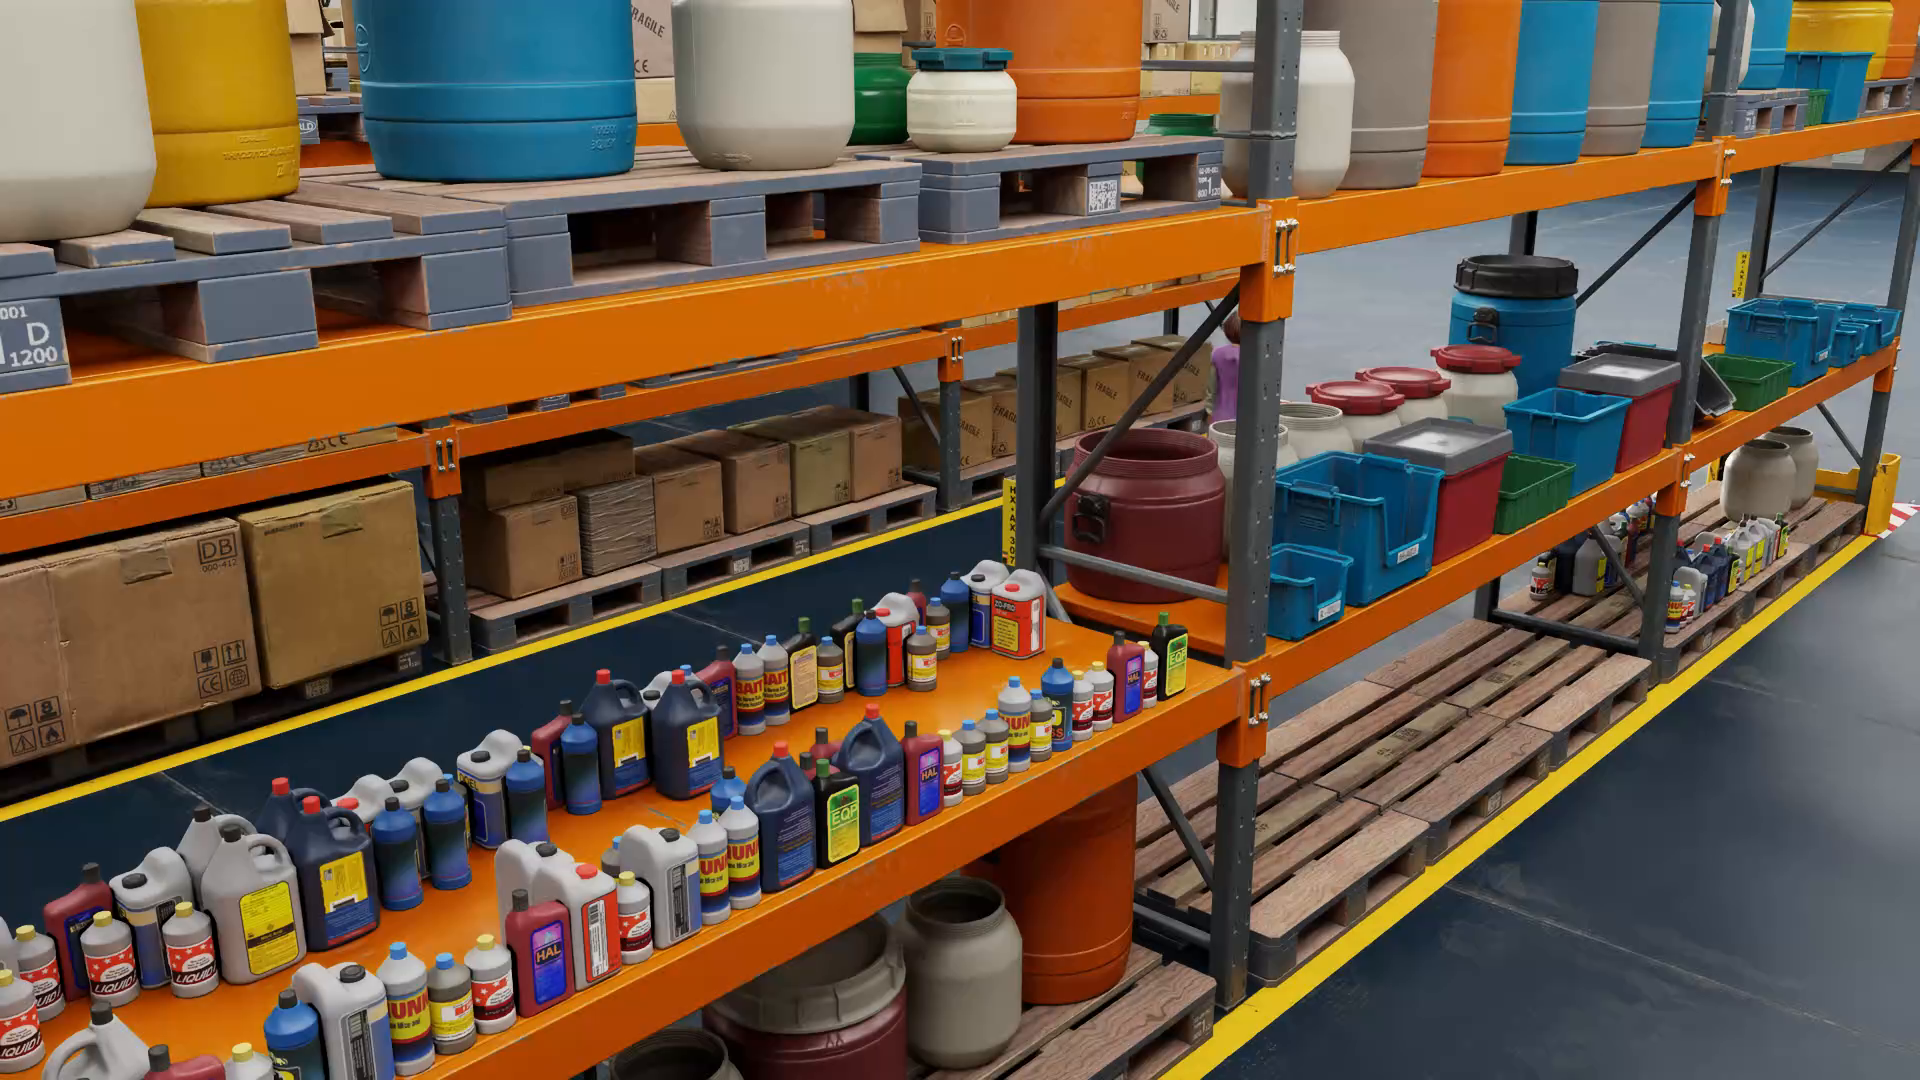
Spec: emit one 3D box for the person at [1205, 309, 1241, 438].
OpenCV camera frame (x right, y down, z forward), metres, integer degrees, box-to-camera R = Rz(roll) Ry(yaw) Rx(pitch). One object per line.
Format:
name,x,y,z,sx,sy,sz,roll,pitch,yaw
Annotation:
person,1.802,-0.705,10.771,0.446,1.582,0.431,8,19,25
